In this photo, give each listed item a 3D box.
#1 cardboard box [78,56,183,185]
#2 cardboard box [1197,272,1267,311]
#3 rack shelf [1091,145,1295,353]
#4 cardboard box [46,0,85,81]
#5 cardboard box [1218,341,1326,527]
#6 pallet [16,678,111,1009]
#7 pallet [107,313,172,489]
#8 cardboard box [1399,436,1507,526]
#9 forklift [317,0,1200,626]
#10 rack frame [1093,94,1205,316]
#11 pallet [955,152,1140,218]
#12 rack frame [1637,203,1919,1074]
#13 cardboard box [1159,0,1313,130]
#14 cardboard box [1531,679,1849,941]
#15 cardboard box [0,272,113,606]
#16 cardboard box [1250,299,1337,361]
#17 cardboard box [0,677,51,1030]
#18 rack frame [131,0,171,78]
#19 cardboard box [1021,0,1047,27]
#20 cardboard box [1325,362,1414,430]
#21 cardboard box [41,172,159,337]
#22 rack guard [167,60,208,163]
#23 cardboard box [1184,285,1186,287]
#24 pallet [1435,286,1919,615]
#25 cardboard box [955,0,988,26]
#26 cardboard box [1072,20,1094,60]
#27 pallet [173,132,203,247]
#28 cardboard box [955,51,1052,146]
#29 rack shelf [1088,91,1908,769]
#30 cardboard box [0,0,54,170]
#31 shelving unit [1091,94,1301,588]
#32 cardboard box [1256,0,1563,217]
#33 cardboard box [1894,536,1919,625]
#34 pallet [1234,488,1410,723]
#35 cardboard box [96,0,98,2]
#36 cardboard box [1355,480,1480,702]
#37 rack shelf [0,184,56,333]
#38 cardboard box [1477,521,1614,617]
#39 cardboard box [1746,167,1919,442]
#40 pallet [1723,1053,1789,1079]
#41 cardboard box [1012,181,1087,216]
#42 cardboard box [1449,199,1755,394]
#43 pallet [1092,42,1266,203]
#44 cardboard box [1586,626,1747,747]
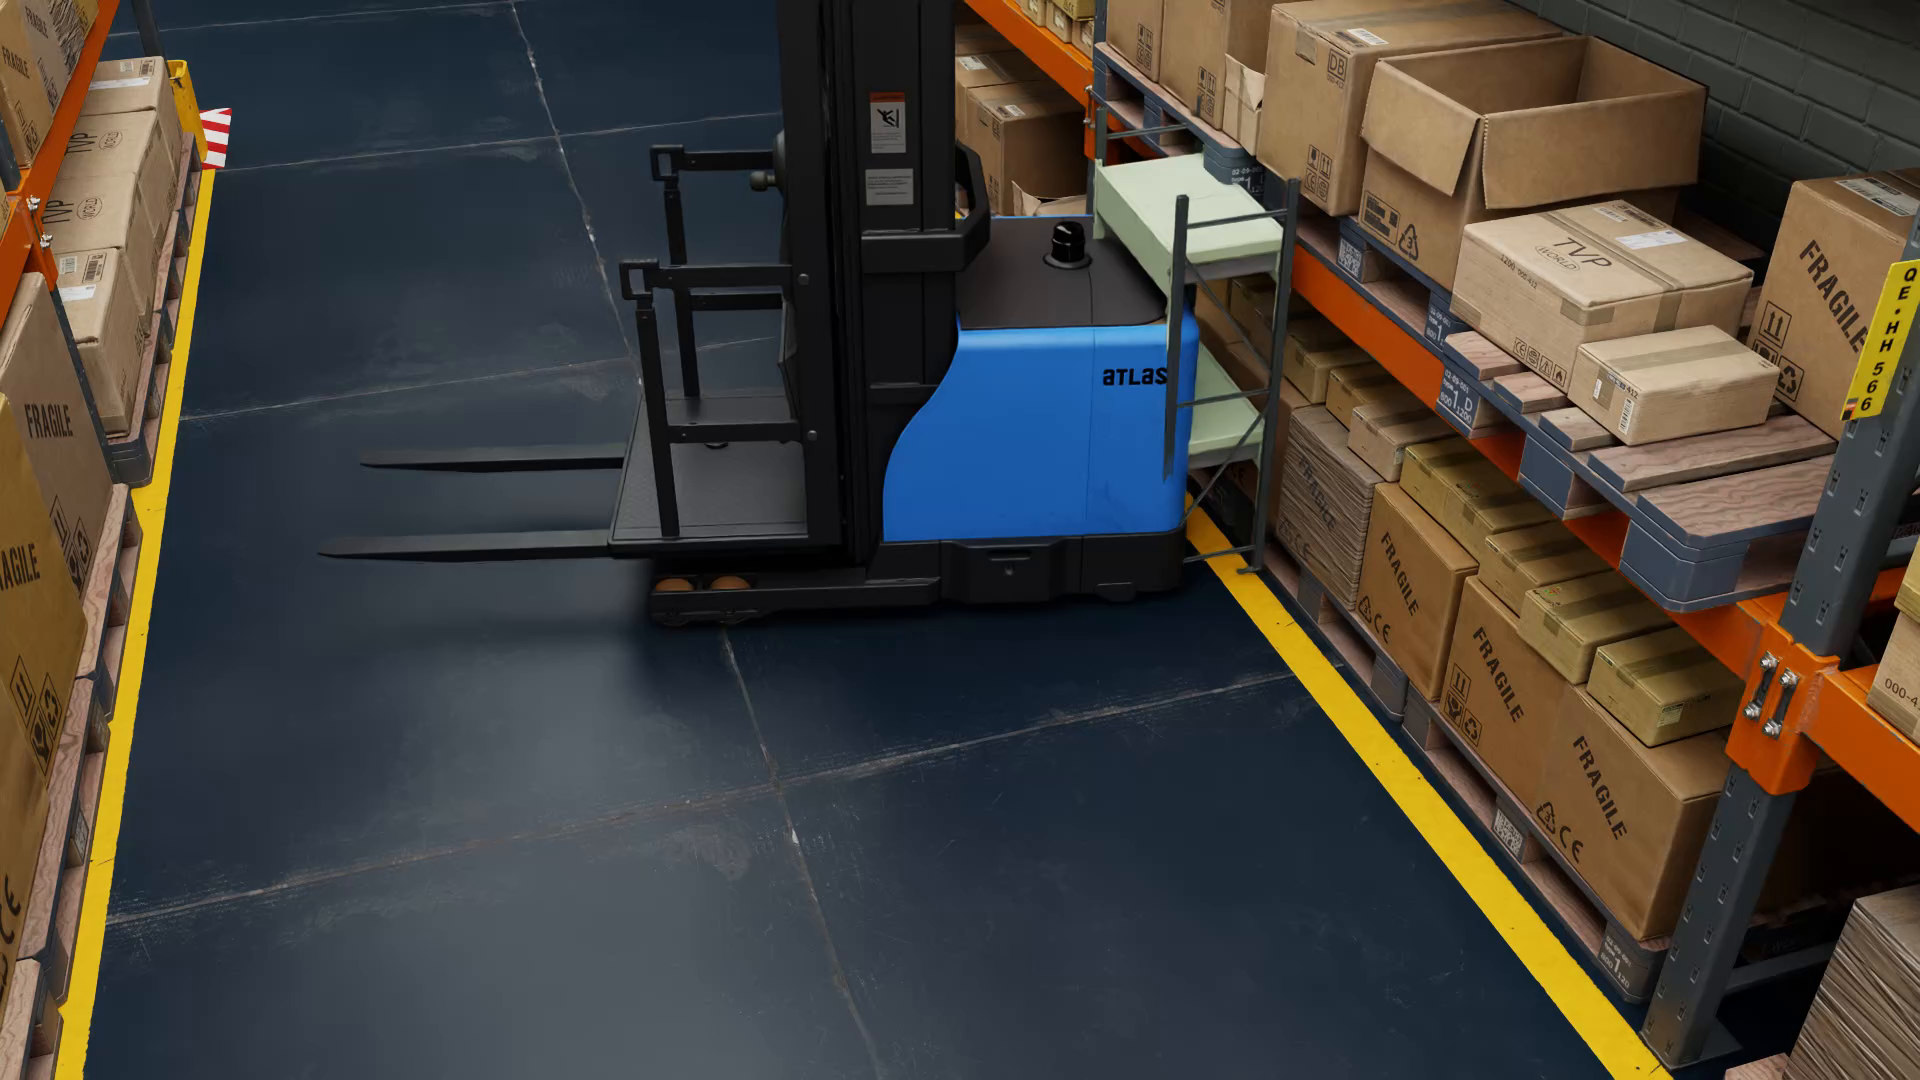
[{"bbox_3d":[-4.620,-2.159,8.739,0.875,0.438,0.875,-11,35,-16],"label":"cardboard box"},{"bbox_3d":[1.133,-1.023,6.376,0.380,0.149,0.250,-12,35,-17],"label":"cardboard box"},{"bbox_3d":[0.759,-0.987,5.552,0.431,0.370,0.720,-11,37,-12],"label":"rack shelf"},{"bbox_3d":[-3.885,-2.141,6.679,0.500,0.500,0.500,-10,35,-14],"label":"cardboard box"},{"bbox_3d":[1.283,-0.419,6.049,0.500,0.500,0.500,-11,35,-16],"label":"cardboard box"},{"bbox_3d":[-3.013,0.915,4.673,1.003,0.211,1.213,-10,35,-15],"label":"pallet"},{"bbox_3d":[-3.853,-0.531,6.862,1.003,0.211,1.213,-10,35,-15],"label":"pallet"},{"bbox_3d":[1.593,-0.199,5.129,0.380,0.149,0.250,-11,35,-15],"label":"cardboard box"},{"bbox_3d":[-0.744,-1.224,5.444,3.031,2.935,1.130,-2,34,-3],"label":"forklift"},{"bbox_3d":[0.672,-0.879,6.068,0.400,1.500,0.023,-11,37,-12],"label":"rack frame"},{"bbox_3d":[0.446,-1.958,9.021,1.003,0.211,1.213,-10,35,-15],"label":"pallet"},{"bbox_3d":[2.250,-0.019,3.557,1.000,3.000,0.127,-10,35,-15],"label":"rack frame"},{"bbox_3d":[1.123,-1.772,5.739,0.700,0.500,0.500,-10,35,-14],"label":"cardboard box"},{"bbox_3d":[1.916,0.663,4.412,0.500,0.500,0.500,-9,35,-13],"label":"cardboard box"},{"bbox_3d":[-3.431,-0.259,5.467,0.875,0.875,0.875,-9,34,-13],"label":"cardboard box"},{"bbox_3d":[1.271,-0.744,5.953,0.380,0.149,0.250,-10,35,-15],"label":"cardboard box"},{"bbox_3d":[-2.876,0.684,4.041,0.875,0.875,0.875,-10,35,-14],"label":"cardboard box"},{"bbox_3d":[-4.916,-3.382,8.648,1.000,3.000,0.127,-10,35,-15],"label":"rack frame"},{"bbox_3d":[0.490,-2.404,7.396,0.380,0.149,0.250,-9,35,-13],"label":"cardboard box"},{"bbox_3d":[1.454,-0.477,5.549,0.380,0.149,0.250,-10,35,-15],"label":"cardboard box"},{"bbox_3d":[-4.059,-1.206,7.297,0.875,0.438,0.875,-11,35,-16],"label":"cardboard box"},{"bbox_3d":[-4.923,-2.352,9.356,1.175,0.500,0.348,-10,35,-15],"label":"rack guard"},{"bbox_3d":[0.963,-0.959,6.867,0.500,0.500,0.500,-9,34,-13],"label":"cardboard box"},{"bbox_3d":[1.977,-0.283,4.131,1.213,0.211,1.003,-10,35,-15],"label":"pallet"},{"bbox_3d":[-0.094,-3.015,9.976,0.797,0.503,0.637,-11,35,-17],"label":"cardboard box"},{"bbox_3d":[0.692,-2.139,6.994,0.380,0.149,0.250,-10,35,-14],"label":"cardboard box"},{"bbox_3d":[-4.598,-1.812,8.801,1.003,0.211,1.213,-10,35,-15],"label":"pallet"},{"bbox_3d":[0.196,-2.264,8.842,0.500,0.500,0.500,-9,35,-14],"label":"cardboard box"},{"bbox_3d":[1.640,-0.769,5.345,1.077,0.370,4.000,-10,35,-15],"label":"rack shelf"},{"bbox_3d":[-3.590,-1.614,5.881,0.500,0.500,0.500,-9,34,-13],"label":"cardboard box"},{"bbox_3d":[0.770,-0.673,5.783,0.431,1.500,0.755,-11,37,-12],"label":"shelving unit"},{"bbox_3d":[1.362,-1.360,5.116,0.700,0.500,0.500,-10,35,-15],"label":"cardboard box"},{"bbox_3d":[2.129,0.114,3.040,0.500,0.250,0.500,-10,35,-15],"label":"cardboard box"},{"bbox_3d":[1.690,0.107,5.897,1.003,0.211,1.213,-10,35,-15],"label":"pallet"},{"bbox_3d":[-4.212,-2.681,7.495,0.500,0.500,0.500,-9,35,-13],"label":"cardboard box"},{"bbox_3d":[1.612,0.124,5.227,0.500,0.500,0.500,-9,34,-13],"label":"cardboard box"},{"bbox_3d":[-3.086,0.068,4.079,1.077,0.370,4.000,-10,35,-15],"label":"rack shelf"},{"bbox_3d":[1.707,0.078,4.709,0.380,0.149,0.250,-11,35,-16],"label":"cardboard box"},{"bbox_3d":[2.242,-0.532,3.863,0.500,0.500,0.500,-8,34,-12],"label":"cardboard box"},{"bbox_3d":[2.464,1.584,3.662,1.003,0.211,1.213,-10,35,-15],"label":"pallet"},{"bbox_3d":[0.471,-1.584,8.025,0.396,0.266,0.258,-9,34,-13],"label":"cardboard box"},{"bbox_3d":[1.620,-0.631,4.239,0.500,0.250,0.500,-12,35,-17],"label":"cardboard box"},{"bbox_3d":[1.170,-1.601,6.126,1.003,0.211,1.213,-10,35,-15],"label":"pallet"},{"bbox_3d":[1.858,0.362,4.280,0.380,0.149,0.250,-12,35,-17],"label":"cardboard box"}]
